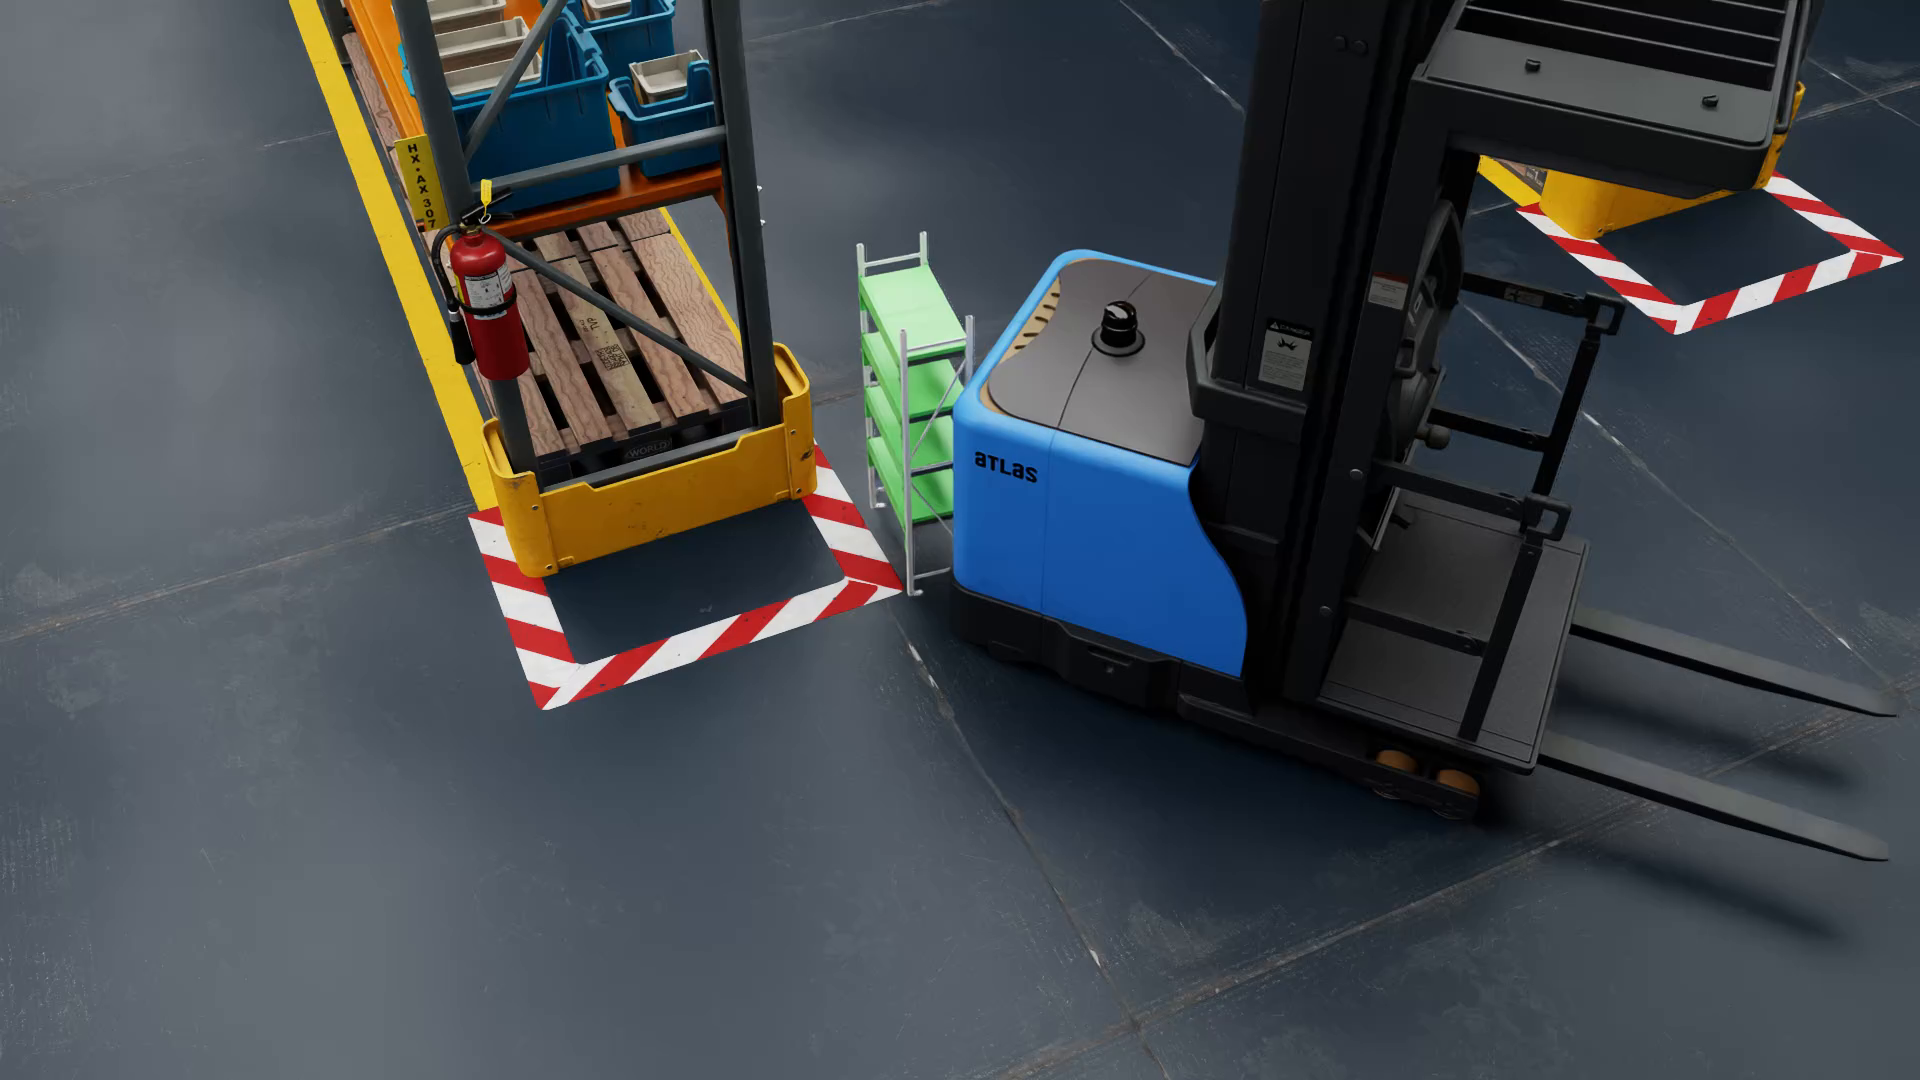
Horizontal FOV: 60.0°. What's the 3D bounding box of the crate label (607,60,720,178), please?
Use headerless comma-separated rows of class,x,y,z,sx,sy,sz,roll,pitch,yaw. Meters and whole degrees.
crate label,-0.962,-1.422,5.632,0.416,0.233,0.303,-18,47,-17

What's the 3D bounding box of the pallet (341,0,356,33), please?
pallet,-3.125,-3.266,9.410,1.003,0.211,1.213,-18,47,-17

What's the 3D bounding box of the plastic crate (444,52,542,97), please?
plastic crate,-1.664,-1.599,5.880,0.396,0.136,0.243,-18,47,-17

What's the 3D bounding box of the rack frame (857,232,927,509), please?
rack frame,-0.228,-0.578,5.981,0.240,1.200,0.015,-13,46,-13

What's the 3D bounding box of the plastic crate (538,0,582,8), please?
plastic crate,-1.515,-2.261,6.482,0.416,0.233,0.300,-18,47,-17

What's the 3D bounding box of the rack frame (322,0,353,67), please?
rack frame,-2.838,-3.754,7.919,1.000,3.000,0.127,-18,47,-17

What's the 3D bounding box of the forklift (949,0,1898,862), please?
forklift,1.524,-0.575,4.746,3.031,2.935,1.130,17,47,17

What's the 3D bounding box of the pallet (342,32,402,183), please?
pallet,-2.494,-2.305,8.435,1.003,0.211,1.213,-18,47,-17

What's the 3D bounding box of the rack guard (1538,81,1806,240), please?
rack guard,3.307,-1.825,7.743,1.175,0.500,0.348,-18,47,-17

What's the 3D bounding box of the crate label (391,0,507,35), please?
crate label,-1.912,-1.958,6.244,0.396,0.136,0.243,-18,47,-17

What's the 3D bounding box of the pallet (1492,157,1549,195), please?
pallet,2.971,-2.229,8.359,1.003,0.211,1.213,-18,47,-17

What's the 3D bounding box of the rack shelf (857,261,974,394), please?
rack shelf,-0.151,-0.712,5.524,0.258,0.148,0.480,-13,46,-13

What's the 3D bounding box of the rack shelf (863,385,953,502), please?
rack shelf,-0.151,-0.370,5.861,0.258,0.148,0.480,-13,46,-13

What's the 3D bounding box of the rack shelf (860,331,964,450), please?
rack shelf,-0.151,-0.541,5.693,0.258,0.148,0.480,-13,46,-13

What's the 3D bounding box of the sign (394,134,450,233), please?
sign,-1.649,-1.091,5.104,0.100,0.325,0.005,-18,47,-17

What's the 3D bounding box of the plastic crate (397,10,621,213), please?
plastic crate,-1.467,-1.398,5.463,0.616,0.435,0.499,-18,47,-17

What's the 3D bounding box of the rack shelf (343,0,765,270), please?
rack shelf,-1.997,-2.224,6.880,1.077,0.370,4.000,-18,47,-17

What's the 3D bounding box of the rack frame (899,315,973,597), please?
rack frame,-0.075,-0.253,5.651,0.240,1.200,0.015,-13,46,-13

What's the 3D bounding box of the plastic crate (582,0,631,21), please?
plastic crate,-1.307,-2.049,6.336,0.250,0.136,0.298,-18,47,-17

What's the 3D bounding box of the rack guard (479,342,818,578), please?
rack guard,-1.135,-0.304,6.202,1.175,0.500,0.348,-18,47,-17

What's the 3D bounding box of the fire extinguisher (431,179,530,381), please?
fire extinguisher,-1.505,-0.815,5.261,0.296,0.674,0.183,-18,47,-17

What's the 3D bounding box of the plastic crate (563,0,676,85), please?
plastic crate,-1.238,-1.841,6.057,0.416,0.233,0.300,-18,47,-17

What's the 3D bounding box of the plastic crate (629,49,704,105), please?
plastic crate,-1.021,-1.616,5.897,0.250,0.136,0.298,-18,47,-17

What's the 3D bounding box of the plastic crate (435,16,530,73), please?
plastic crate,-1.772,-1.788,6.072,0.396,0.136,0.243,-18,47,-17

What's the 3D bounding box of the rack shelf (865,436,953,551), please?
rack shelf,-0.151,-0.199,6.029,0.258,0.148,0.480,-13,46,-13

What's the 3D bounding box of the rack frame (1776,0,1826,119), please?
rack frame,3.339,-2.666,6.816,1.000,3.000,0.127,-18,47,-17

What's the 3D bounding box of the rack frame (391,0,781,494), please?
rack frame,-1.157,-1.205,5.336,1.000,3.000,0.127,-18,47,-17

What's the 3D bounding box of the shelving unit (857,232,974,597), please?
shelving unit,-0.151,-0.415,5.816,0.258,1.200,0.503,-13,46,-13

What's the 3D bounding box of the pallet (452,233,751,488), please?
pallet,-1.468,-0.750,6.860,1.003,0.211,1.213,-18,47,-17

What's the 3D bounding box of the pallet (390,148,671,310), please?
pallet,-1.977,-1.526,7.646,1.003,0.211,1.213,-18,47,-17
